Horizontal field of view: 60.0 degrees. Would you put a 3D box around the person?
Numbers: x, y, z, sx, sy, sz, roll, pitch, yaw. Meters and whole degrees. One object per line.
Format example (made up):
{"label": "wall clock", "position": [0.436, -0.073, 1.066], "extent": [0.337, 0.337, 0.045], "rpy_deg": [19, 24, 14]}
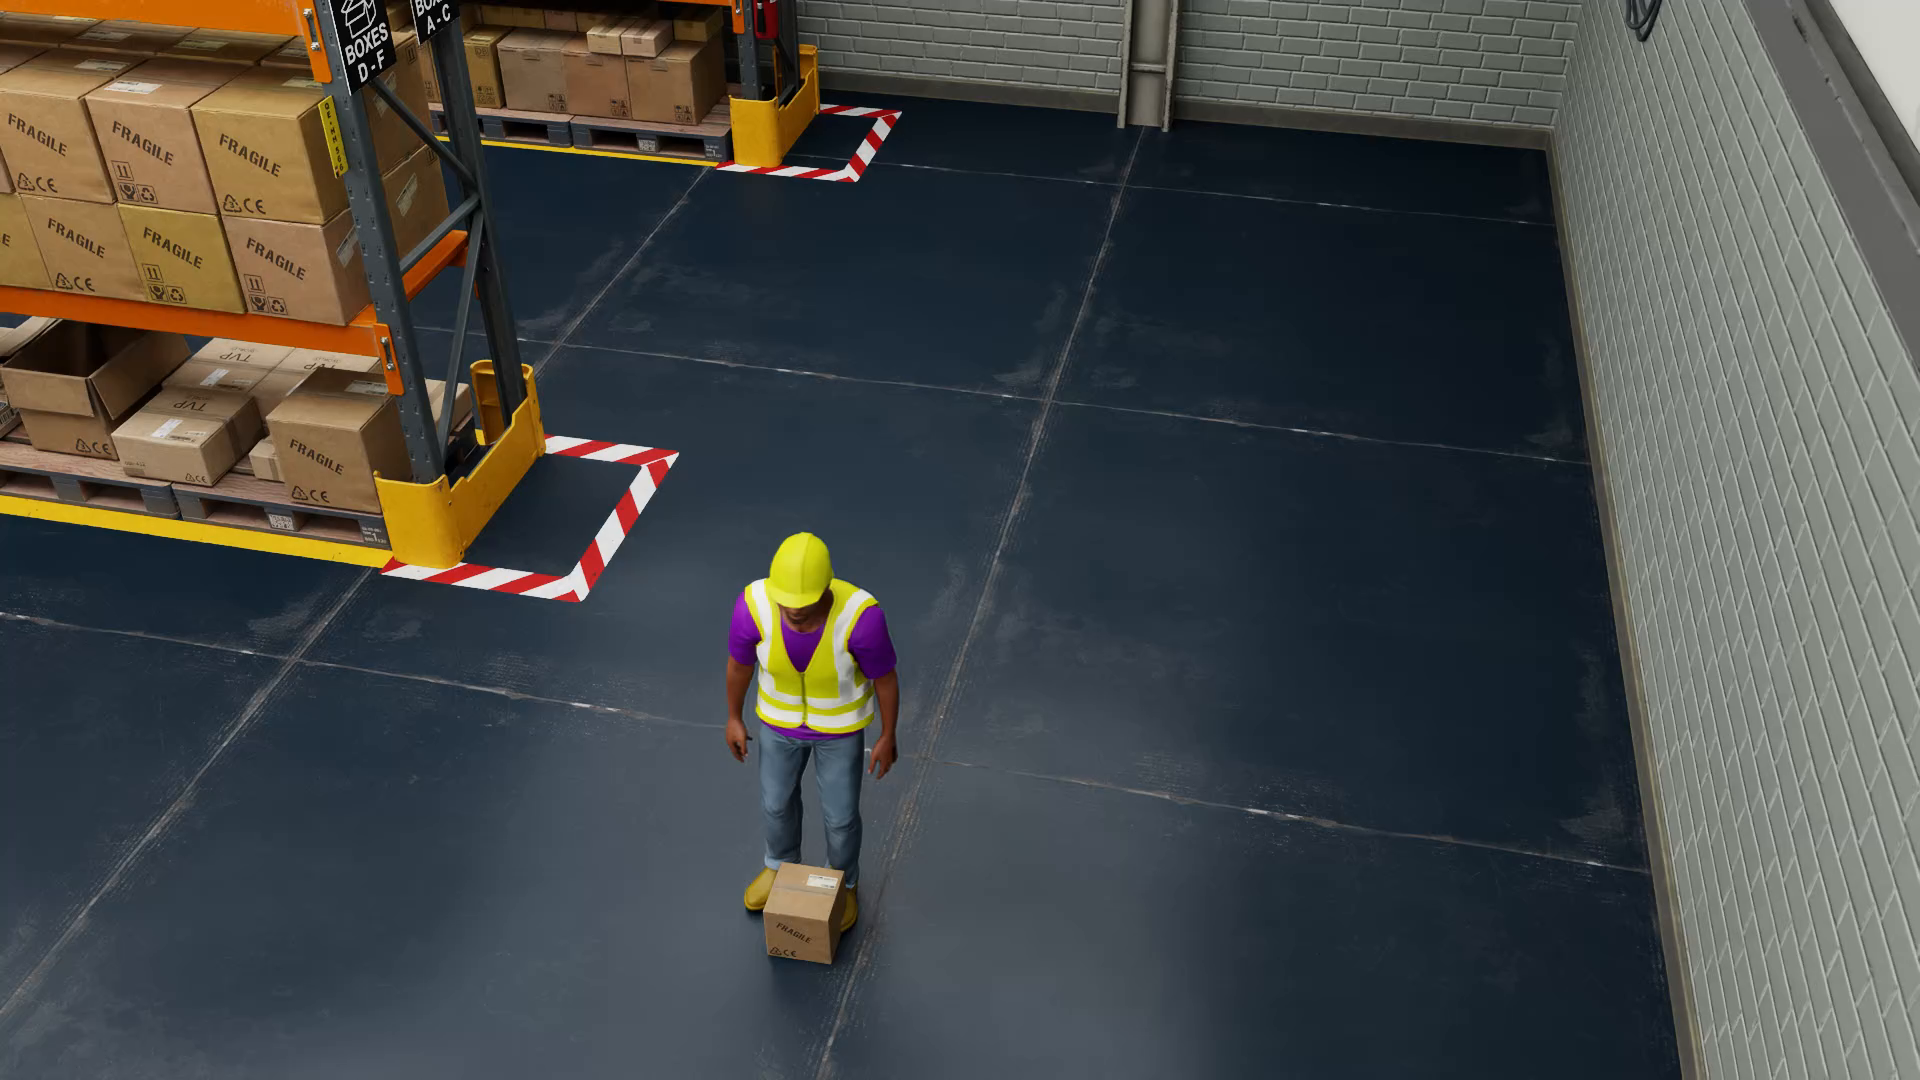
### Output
{"label": "person", "position": [-0.538, 0.675, 6.033], "extent": [0.638, 1.761, 0.457], "rpy_deg": [6, 37, 8]}
